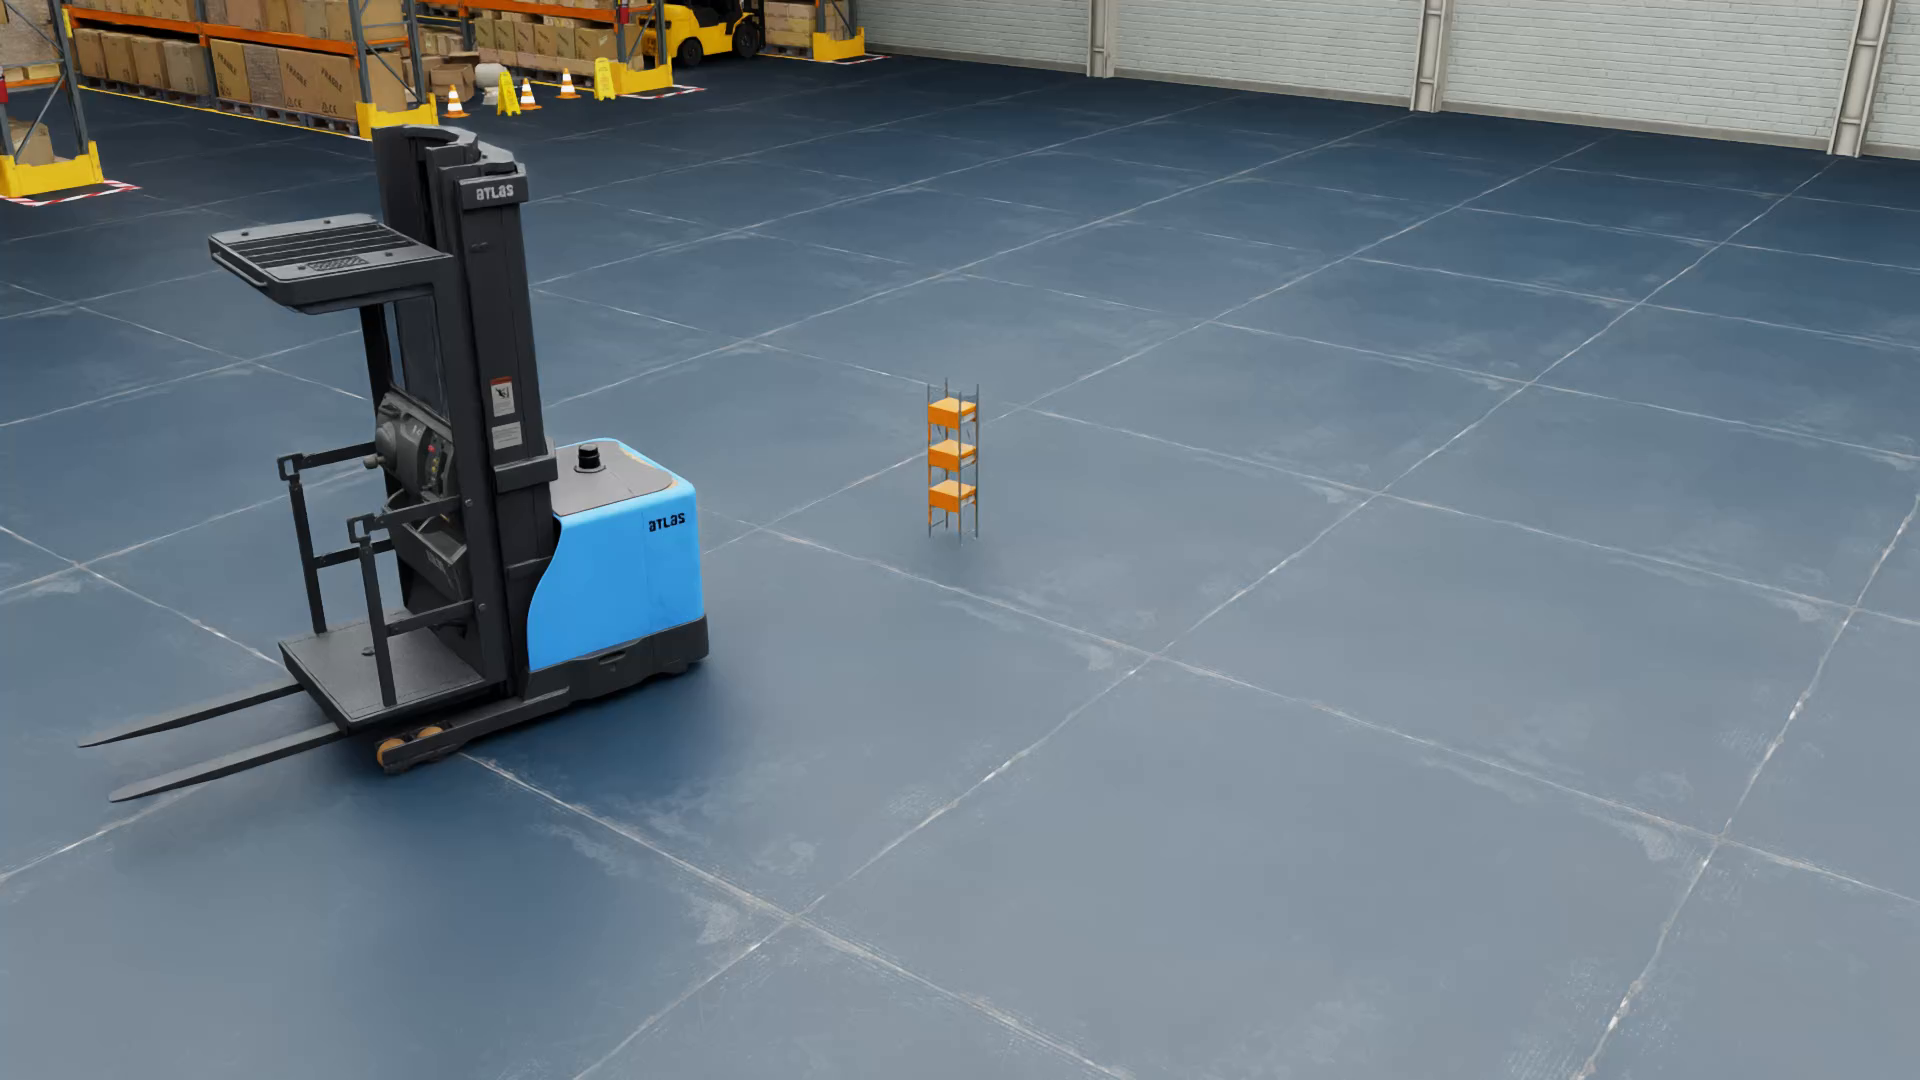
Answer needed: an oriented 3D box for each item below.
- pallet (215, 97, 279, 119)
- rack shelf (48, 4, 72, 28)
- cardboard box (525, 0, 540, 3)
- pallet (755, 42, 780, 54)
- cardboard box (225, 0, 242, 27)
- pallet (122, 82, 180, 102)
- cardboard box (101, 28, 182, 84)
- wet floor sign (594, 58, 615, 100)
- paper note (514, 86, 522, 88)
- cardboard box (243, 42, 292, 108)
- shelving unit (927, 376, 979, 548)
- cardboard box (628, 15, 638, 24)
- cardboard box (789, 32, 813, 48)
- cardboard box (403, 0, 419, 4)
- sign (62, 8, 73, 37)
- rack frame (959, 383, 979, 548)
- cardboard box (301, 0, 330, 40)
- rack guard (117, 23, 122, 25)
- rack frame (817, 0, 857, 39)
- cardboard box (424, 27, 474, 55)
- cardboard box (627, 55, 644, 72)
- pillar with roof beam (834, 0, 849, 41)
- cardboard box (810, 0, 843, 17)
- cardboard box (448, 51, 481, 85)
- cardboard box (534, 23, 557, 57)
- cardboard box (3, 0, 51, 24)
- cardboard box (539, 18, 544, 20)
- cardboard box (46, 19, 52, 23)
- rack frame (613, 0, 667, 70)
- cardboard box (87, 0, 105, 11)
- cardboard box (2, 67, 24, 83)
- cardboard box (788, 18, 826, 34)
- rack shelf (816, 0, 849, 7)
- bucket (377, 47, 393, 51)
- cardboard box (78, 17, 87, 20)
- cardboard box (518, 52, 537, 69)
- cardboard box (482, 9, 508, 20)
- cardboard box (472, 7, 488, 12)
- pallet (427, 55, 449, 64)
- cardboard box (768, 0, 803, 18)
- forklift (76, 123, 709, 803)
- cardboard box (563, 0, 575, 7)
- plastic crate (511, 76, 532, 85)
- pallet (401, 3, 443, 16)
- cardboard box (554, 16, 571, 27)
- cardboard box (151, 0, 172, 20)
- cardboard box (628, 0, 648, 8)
[{"bbox_3d":[-10.809,-6.791,25.900,1.213,0.211,1.003,17,29,33],"label":"pallet"},{"bbox_3d":[-16.171,-9.398,29.251,4.000,0.370,1.077,17,29,33],"label":"rack shelf"},{"bbox_3d":[-7.186,-9.238,28.309,0.250,0.149,0.380,17,29,33],"label":"cardboard box"},{"bbox_3d":[-3.917,-9.723,32.556,1.213,0.211,1.003,17,29,33],"label":"pallet"},{"bbox_3d":[-10.614,-8.133,25.303,0.550,0.550,0.875,17,29,33],"label":"cardboard box"},{"bbox_3d":[-13.013,-7.457,27.412,1.213,0.211,1.003,17,29,33],"label":"pallet"},{"bbox_3d":[-13.436,-8.019,27.499,0.750,0.750,1.050,17,29,34],"label":"cardboard box"},{"bbox_3d":[-5.771,-7.461,26.884,0.267,0.644,0.232,-15,28,-30],"label":"wet floor sign"},{"bbox_3d":[-7.491,-7.667,28.114,0.148,0.019,0.142,7,25,15],"label":"paper note"},{"bbox_3d":[-10.185,-7.104,25.268,0.875,0.875,0.875,17,29,34],"label":"cardboard box"},{"bbox_3d":[-0.043,-0.493,10.568,0.252,1.050,0.215,17,29,33],"label":"shelving unit"},{"bbox_3d":[-6.549,-10.918,34.233,0.625,0.625,0.875,16,29,33],"label":"cardboard box"},{"bbox_3d":[-2.873,-9.478,31.431,0.500,0.250,0.500,17,29,34],"label":"cardboard box"},{"bbox_3d":[-12.532,-12.362,38.101,0.250,0.149,0.380,16,28,32],"label":"cardboard box"},{"bbox_3d":[-10.900,-6.304,20.264,0.005,0.325,0.100,17,29,33],"label":"sign"},{"bbox_3d":[0.055,-0.464,10.501,0.008,1.050,0.200,17,29,33],"label":"rack frame"},{"bbox_3d":[-8.947,-7.578,24.043,0.550,0.550,0.875,17,29,33],"label":"cardboard box"},{"bbox_3d":[-18.104,-11.661,36.596,0.348,0.500,1.175,17,29,33],"label":"rack guard"},{"bbox_3d":[-2.308,-10.532,30.934,0.127,3.000,1.000,17,29,33],"label":"rack frame"},{"bbox_3d":[-9.481,-9.186,30.616,0.625,0.372,0.950,19,30,36],"label":"cardboard box"},{"bbox_3d":[-5.761,-8.148,28.412,0.500,0.250,0.500,17,29,33],"label":"cardboard box"},{"bbox_3d":[-4.906,-12.348,27.614,0.400,9.000,9.100,17,29,33],"label":"pillar with roof beam"},{"bbox_3d":[-2.579,-10.101,31.605,0.500,0.250,0.500,16,29,33],"label":"cardboard box"},{"bbox_3d":[-8.441,-8.056,28.412,0.500,0.500,0.500,-5,24,-12],"label":"cardboard box"},{"bbox_3d":[-6.898,-8.566,28.431,0.500,0.500,0.500,16,28,32],"label":"cardboard box"},{"bbox_3d":[-11.502,-6.593,20.260,0.500,0.500,0.500,17,29,33],"label":"cardboard box"},{"bbox_3d":[-7.031,-8.872,29.126,0.500,0.500,0.500,19,30,36],"label":"cardboard box"},{"bbox_3d":[-15.686,-8.834,28.729,0.500,0.250,0.500,17,29,34],"label":"cardboard box"},{"bbox_3d":[-5.281,-8.930,27.298,0.127,3.000,1.000,17,29,33],"label":"rack frame"},{"bbox_3d":[-13.965,-8.971,27.267,0.500,0.500,0.500,17,29,33],"label":"cardboard box"},{"bbox_3d":[-11.577,-5.620,20.097,0.250,0.149,0.380,17,29,33],"label":"cardboard box"},{"bbox_3d":[-2.884,-9.712,31.341,0.500,0.250,0.500,16,29,33],"label":"cardboard box"},{"bbox_3d":[-3.908,-10.687,32.177,4.000,0.370,1.077,17,29,33],"label":"rack shelf"},{"bbox_3d":[-9.879,-8.184,27.780,0.726,0.611,0.620,-15,18,-30],"label":"bucket"},{"bbox_3d":[-15.383,-9.002,29.110,0.500,0.250,0.500,16,29,33],"label":"cardboard box"},{"bbox_3d":[-7.312,-8.349,28.867,0.500,0.250,0.500,16,29,33],"label":"cardboard box"},{"bbox_3d":[-8.108,-9.192,29.047,0.250,0.149,0.380,17,29,34],"label":"cardboard box"},{"bbox_3d":[-10.418,-11.918,36.658,0.500,0.500,0.500,16,28,31],"label":"cardboard box"},{"bbox_3d":[-9.106,-8.809,30.481,1.213,0.211,1.003,17,29,33],"label":"pallet"},{"bbox_3d":[-3.275,-10.056,31.503,0.500,0.250,0.500,17,29,34],"label":"cardboard box"},{"bbox_3d":[-2.855,-0.437,8.107,3.031,2.935,1.130,-18,29,-34],"label":"forklift"},{"bbox_3d":[-6.395,-8.983,27.730,0.250,0.149,0.380,17,29,34],"label":"cardboard box"},{"bbox_3d":[-7.718,-7.917,28.619,0.583,0.080,0.402,7,25,15],"label":"plastic crate"},{"bbox_3d":[-12.459,-12.324,38.460,1.213,0.211,1.003,17,29,33],"label":"pallet"},{"bbox_3d":[-6.612,-8.742,28.027,0.250,0.149,0.380,17,29,34],"label":"cardboard box"},{"bbox_3d":[-12.352,-8.484,26.160,0.500,0.500,0.500,16,29,33],"label":"cardboard box"},{"bbox_3d":[-5.429,-8.964,27.686,0.250,0.149,0.380,17,29,33],"label":"cardboard box"}]
